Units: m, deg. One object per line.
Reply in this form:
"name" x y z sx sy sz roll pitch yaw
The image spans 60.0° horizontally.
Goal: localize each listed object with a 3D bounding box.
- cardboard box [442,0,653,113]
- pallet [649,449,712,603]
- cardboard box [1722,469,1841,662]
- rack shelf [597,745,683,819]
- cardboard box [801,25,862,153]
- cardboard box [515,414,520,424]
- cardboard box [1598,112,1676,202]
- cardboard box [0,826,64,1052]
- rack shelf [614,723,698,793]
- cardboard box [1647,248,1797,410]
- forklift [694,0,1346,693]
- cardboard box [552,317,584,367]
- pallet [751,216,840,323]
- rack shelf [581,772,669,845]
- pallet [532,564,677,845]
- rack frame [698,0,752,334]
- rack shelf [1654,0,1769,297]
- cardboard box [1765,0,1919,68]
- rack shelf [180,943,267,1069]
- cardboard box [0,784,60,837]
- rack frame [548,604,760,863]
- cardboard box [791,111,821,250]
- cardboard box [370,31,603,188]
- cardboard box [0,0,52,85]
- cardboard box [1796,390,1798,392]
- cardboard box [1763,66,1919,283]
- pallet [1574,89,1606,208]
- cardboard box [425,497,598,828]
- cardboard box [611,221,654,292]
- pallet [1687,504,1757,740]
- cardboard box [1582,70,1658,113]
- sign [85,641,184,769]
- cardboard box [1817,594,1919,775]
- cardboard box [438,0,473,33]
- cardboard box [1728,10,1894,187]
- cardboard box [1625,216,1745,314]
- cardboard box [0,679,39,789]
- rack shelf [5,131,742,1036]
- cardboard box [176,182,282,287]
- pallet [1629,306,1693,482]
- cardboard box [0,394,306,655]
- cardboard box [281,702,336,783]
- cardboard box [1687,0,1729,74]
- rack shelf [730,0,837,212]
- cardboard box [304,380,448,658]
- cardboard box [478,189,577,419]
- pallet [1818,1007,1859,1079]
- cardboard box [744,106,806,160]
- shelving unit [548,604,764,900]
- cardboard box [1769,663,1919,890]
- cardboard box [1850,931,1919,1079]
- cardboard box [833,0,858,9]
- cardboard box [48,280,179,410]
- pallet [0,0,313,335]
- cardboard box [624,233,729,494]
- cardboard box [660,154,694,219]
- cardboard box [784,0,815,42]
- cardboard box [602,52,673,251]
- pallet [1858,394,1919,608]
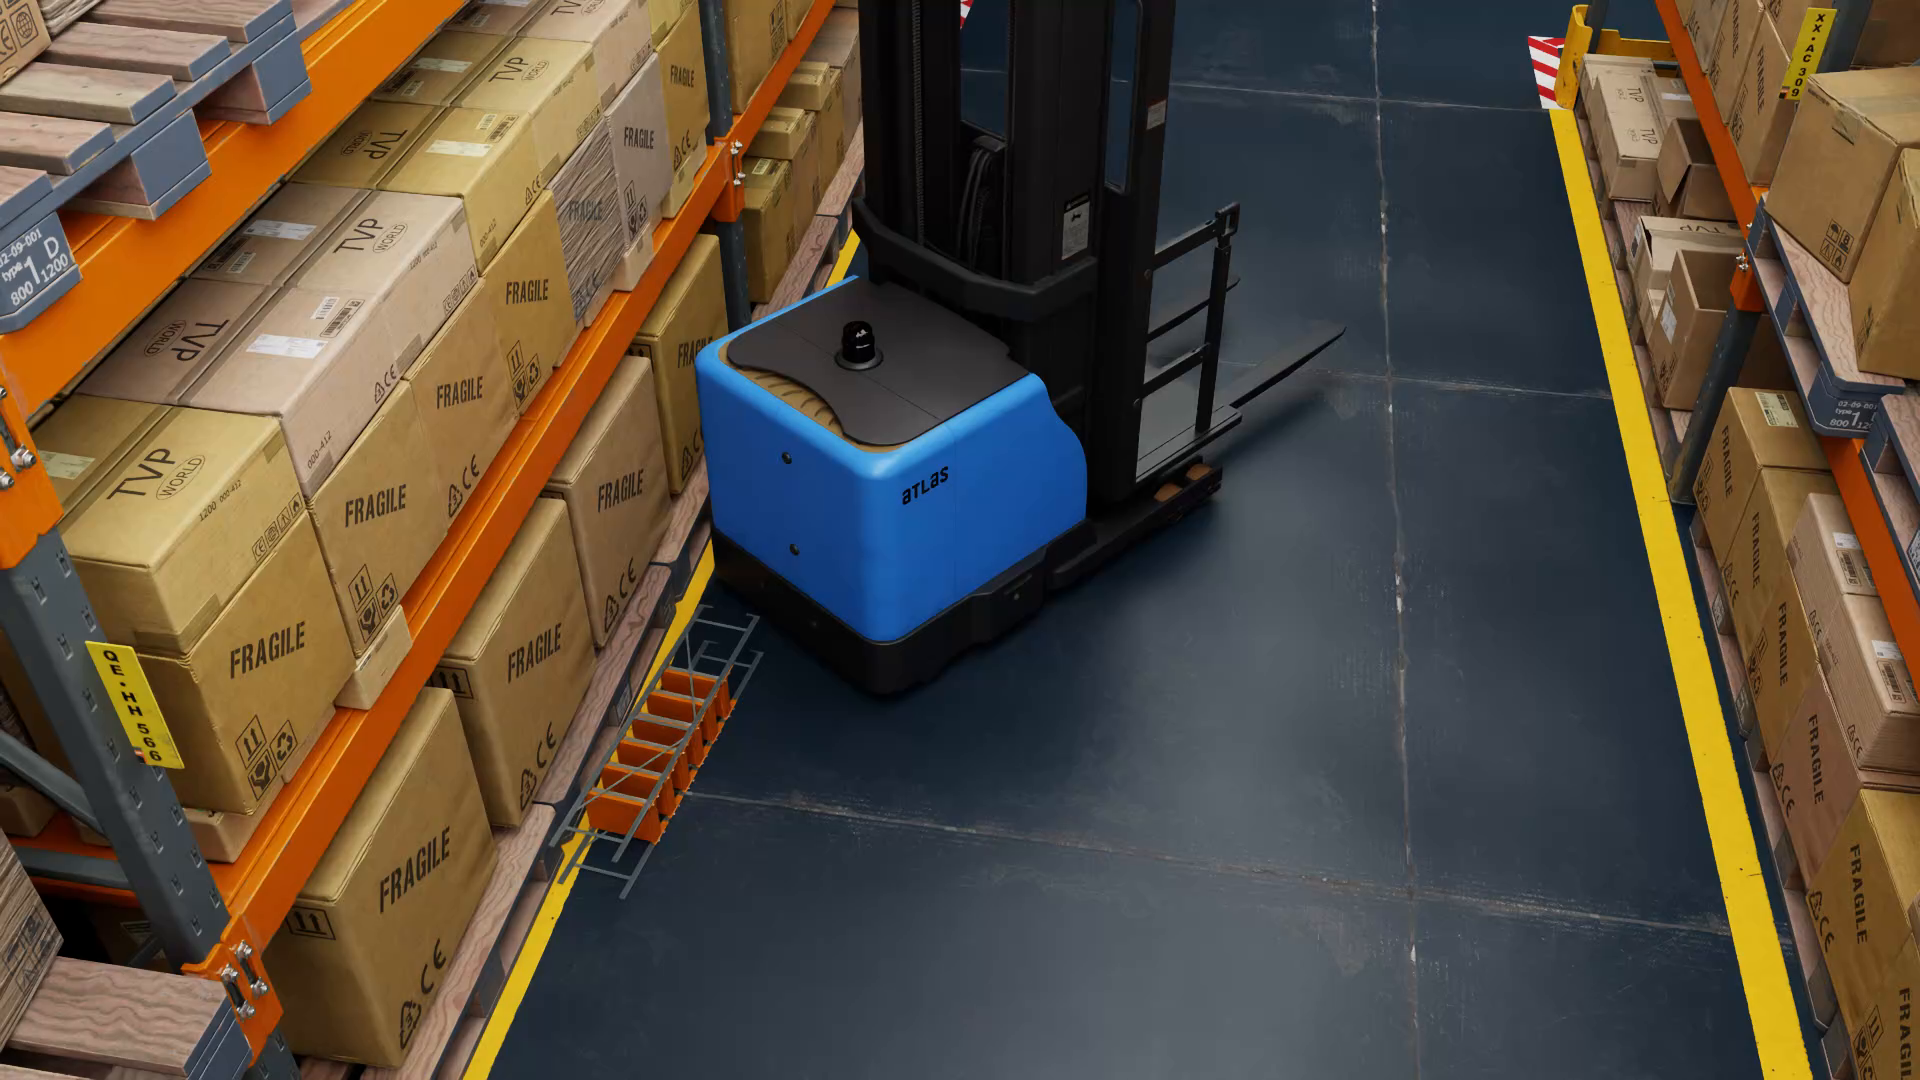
"cardboard box" -1.342 -1.640 5.463 0.500 0.250 0.500 7 40 9
"pallet" -1.474 -0.264 6.903 1.003 0.211 1.213 6 40 8
"cardboard box" 3.060 0.120 5.868 0.500 0.500 0.500 7 40 8
"rack shelf" -1.077 0.816 5.611 0.258 0.180 0.103 11 41 13
"cardboard box" -0.918 -2.460 9.003 0.700 0.500 0.500 5 40 6
"cardboard box" -1.567 -0.376 5.033 0.380 0.149 0.250 7 40 8
"cardboard box" 3.610 -1.970 8.591 0.500 0.250 0.500 6 40 8
"cardboard box" -2.179 0.768 3.044 0.700 0.500 0.500 2 40 2
"rack shelf" -1.043 0.743 5.699 0.258 0.180 0.103 11 41 13
"cardboard box" 3.284 -0.882 7.079 0.500 0.500 0.500 6 40 8
"forklift" 0.447 -1.408 6.153 3.031 2.935 1.130 -32 49 -33
"cardboard box" -1.458 -0.706 5.431 0.380 0.149 0.250 5 40 6
"pallet" -1.206 -1.225 8.066 1.003 0.211 1.213 6 40 8
"rack shelf" -1.111 0.890 5.522 0.258 0.180 0.103 11 41 13
"pallet" -1.683 0.504 5.974 1.003 0.211 1.213 6 40 8
"rack frame" -1.415 -1.831 6.610 1.000 3.000 0.127 6 40 8
"rack shelf" 3.811 -2.265 7.700 1.077 0.370 4.000 6 40 8
"cardboard box" 3.297 -2.057 6.020 0.500 0.500 0.500 7 40 8
"rack shelf" -2.453 2.212 2.285 1.077 0.370 4.000 6 40 8
"cardboard box" -2.303 0.536 3.929 0.380 0.149 0.250 7 40 8
"rack frame" -1.021 0.626 5.697 0.240 0.006 1.200 11 41 13
"cardboard box" -1.094 -1.802 8.208 0.700 0.500 0.500 6 40 7
"cardboard box" -1.430 -1.319 5.076 0.500 0.250 0.500 7 40 9
"cardboard box" -2.081 -0.990 2.815 0.700 0.500 0.500 3 40 4
"cardboard box" 3.750 -0.660 6.959 0.500 0.311 0.500 6 40 8
"cardboard box" 3.162 -1.215 5.457 0.700 0.500 0.500 -6 40 -7
"pallet" 4.007 -2.174 9.214 1.003 0.211 1.213 6 40 8
"cardboard box" -1.693 0.350 5.330 0.750 0.750 0.750 6 40 7
"cardboard box" -1.292 -1.007 5.796 0.380 0.149 0.250 6 40 8
"pallet" 3.361 0.302 6.219 1.003 0.211 1.213 6 40 8
"cardboard box" 3.703 -2.493 9.290 0.380 0.166 0.250 6 40 8
"sign" -1.571 0.318 3.165 0.100 0.325 0.005 6 40 8
"cardboard box" 2.882 0.437 4.895 0.500 0.250 0.500 6 40 7
"cardboard box" -1.835 -1.692 5.526 0.500 0.250 0.500 7 40 8
"cardboard box" 3.298 -1.667 6.334 0.500 0.500 0.500 7 40 8
"cardboard box" 3.414 -1.280 7.709 0.500 0.311 0.500 6 40 8
"cardboard box" -2.285 0.193 3.835 0.500 0.500 0.500 7 40 8
"rack shelf" -1.761 -0.298 5.321 1.077 0.370 4.000 6 40 8
"cardboard box" -2.099 -0.730 4.363 0.500 0.250 0.500 5 40 7
"pallet" 3.584 -0.643 7.362 1.003 0.211 1.213 6 40 8
"cardboard box" -1.770 -0.045 3.534 0.500 0.250 0.500 7 40 9
"cardboard box" -1.770 0.430 4.057 0.380 0.149 0.250 7 40 8
"cardboard box" 3.473 -2.314 7.116 0.500 0.500 0.500 7 40 9
"rack shelf" -1.069 -2.809 8.358 1.077 0.370 4.000 6 40 8
"cardboard box" -1.671 -0.086 4.172 0.500 0.500 0.500 8 40 9
"cardboard box" -1.502 -0.725 4.945 0.500 0.500 0.500 7 40 9
"pallet" 2.939 1.834 4.366 1.003 0.211 1.213 6 40 8
"cardboard box" -0.946 -1.932 7.856 0.380 0.149 0.250 8 40 9
"shelving unit" -1.021 0.697 5.755 0.258 0.189 1.200 11 41 13
"cardboard box" 2.878 0.750 5.106 0.500 0.500 0.500 5 40 6
"cardboard box" 2.703 1.404 4.314 0.500 0.500 0.500 8 40 9
"cardboard box" -0.632 -3.078 9.242 0.380 0.149 0.250 7 40 9
"cardboard box" -2.191 -0.408 3.974 0.500 0.250 0.500 5 40 6
"pallet" -2.048 -0.814 3.174 1.213 0.211 1.003 8 40 10
"cardboard box" -1.399 -0.742 6.651 0.750 0.750 0.750 7 40 8
"cardboard box" -1.215 -1.337 6.195 0.380 0.149 0.250 7 40 8
"cardboard box" -1.173 -2.743 7.478 0.980 0.700 0.700 5 40 7
"cardboard box" -1.325 -1.353 5.705 0.500 0.500 0.500 7 40 8
"pallet" 3.104 0.076 4.454 1.003 0.211 1.213 6 40 8
